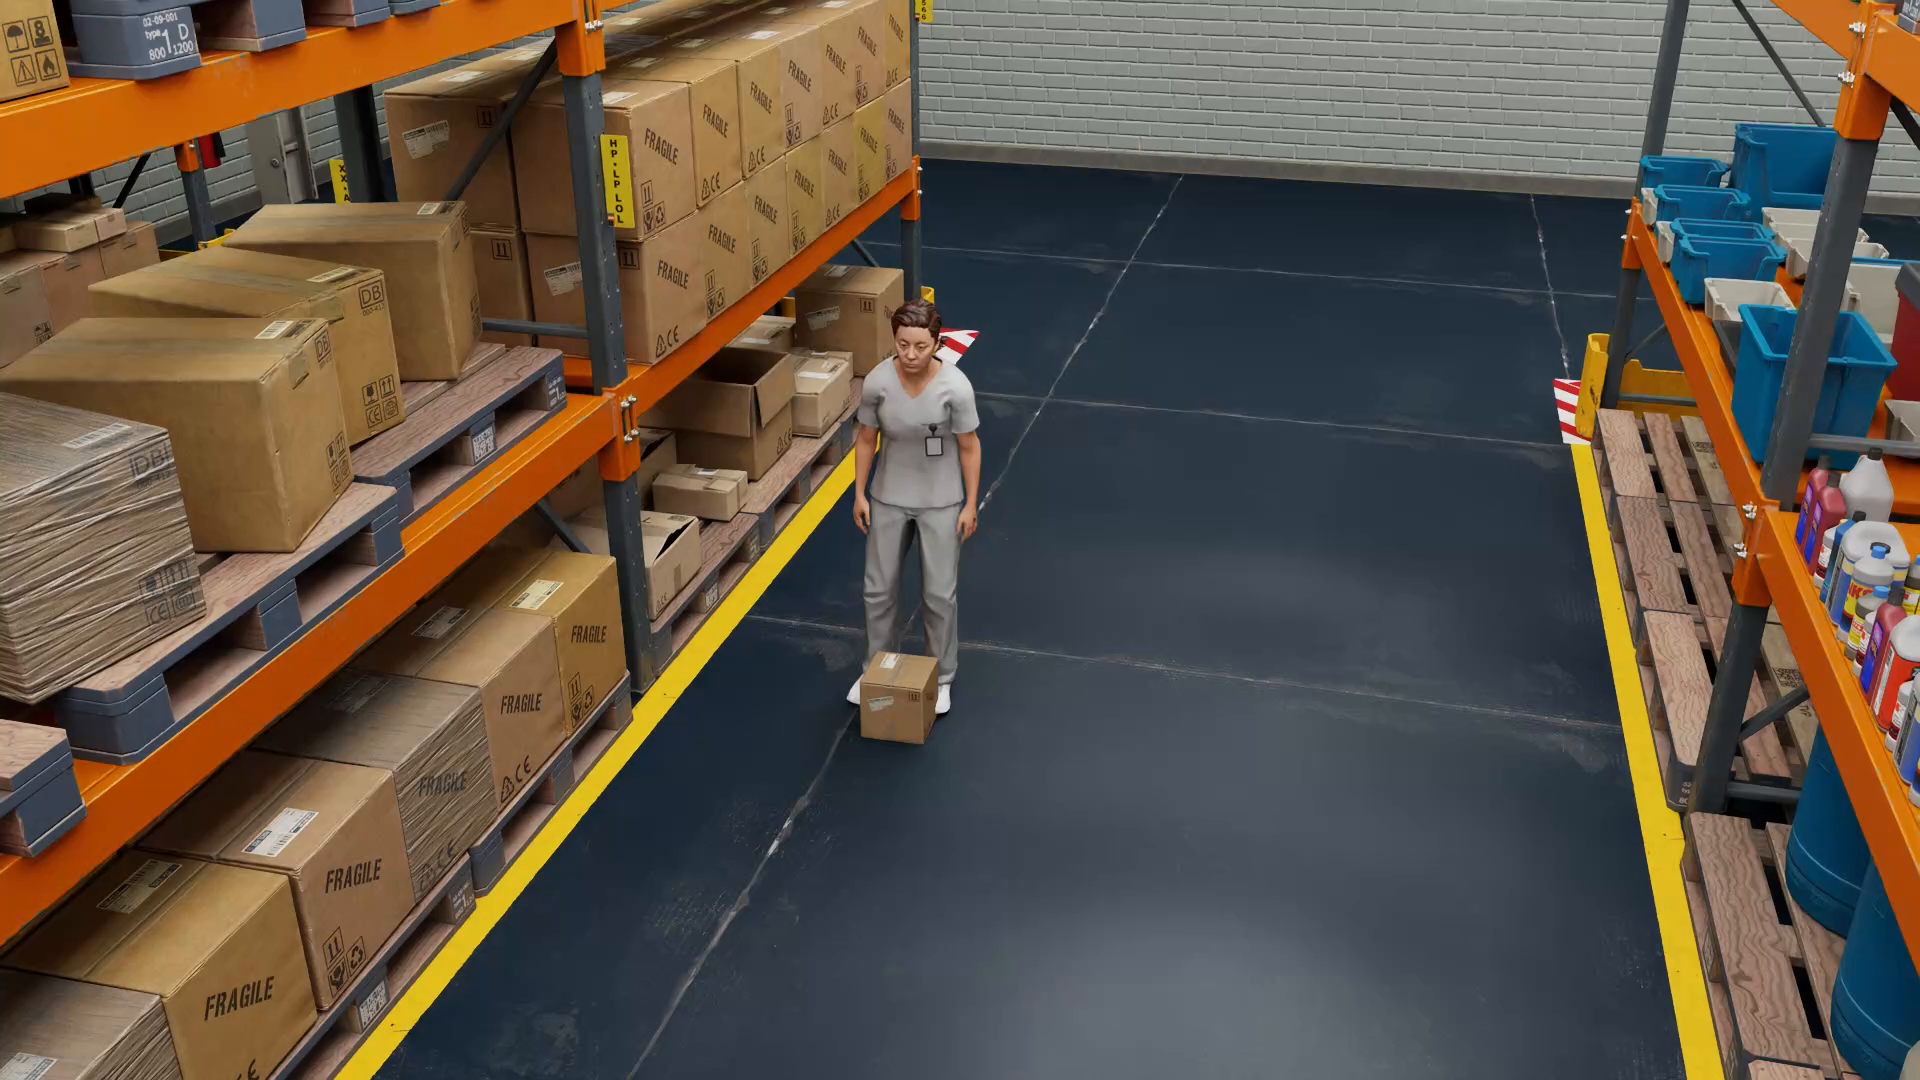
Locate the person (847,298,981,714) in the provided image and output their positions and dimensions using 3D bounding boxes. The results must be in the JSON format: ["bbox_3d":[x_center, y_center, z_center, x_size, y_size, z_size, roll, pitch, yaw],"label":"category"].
[{"bbox_3d":[-0.179,-0.132,6.390,0.512,1.671,0.367,5,26,10],"label":"person"}]
